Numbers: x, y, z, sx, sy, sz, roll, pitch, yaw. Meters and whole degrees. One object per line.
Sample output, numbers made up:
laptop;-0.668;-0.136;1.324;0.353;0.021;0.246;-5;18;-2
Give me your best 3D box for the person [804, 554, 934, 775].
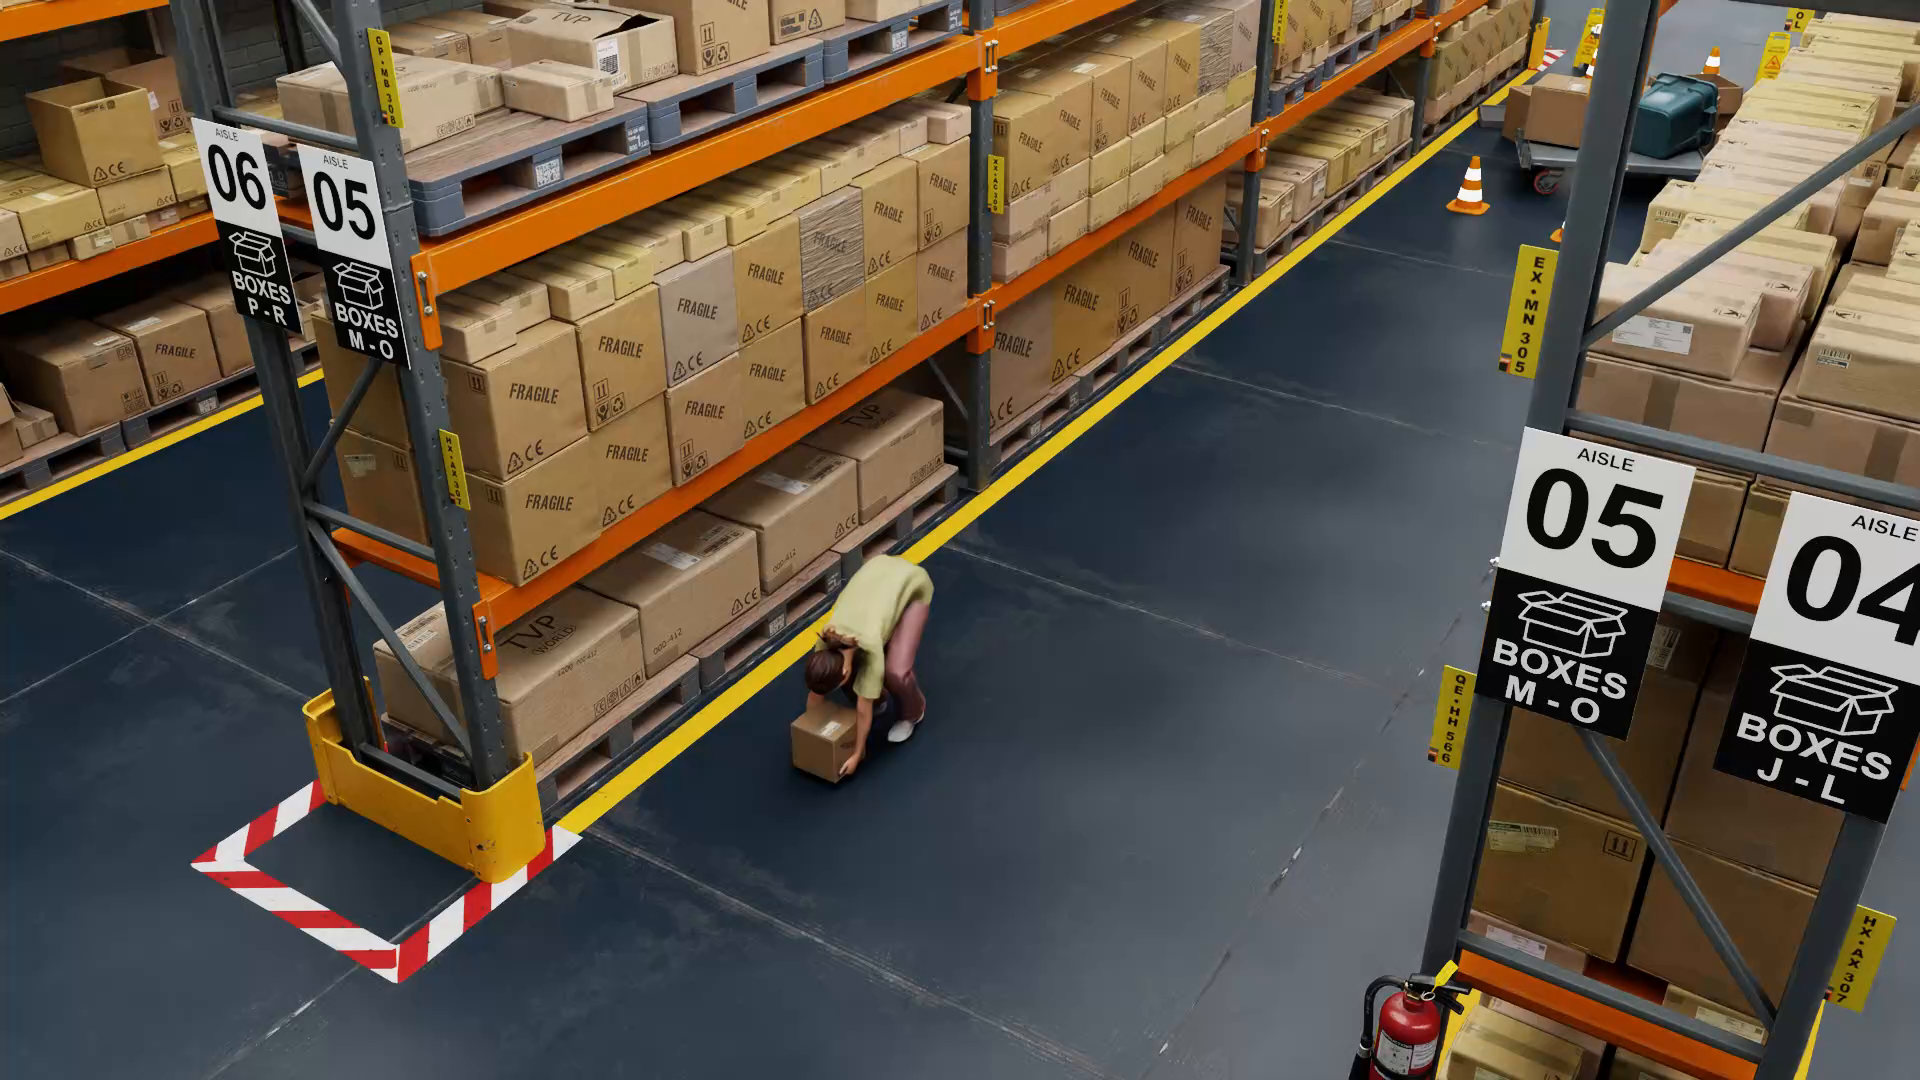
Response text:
person;-0.443;0.614;7.973;0.465;0.829;0.845;17;35;26
